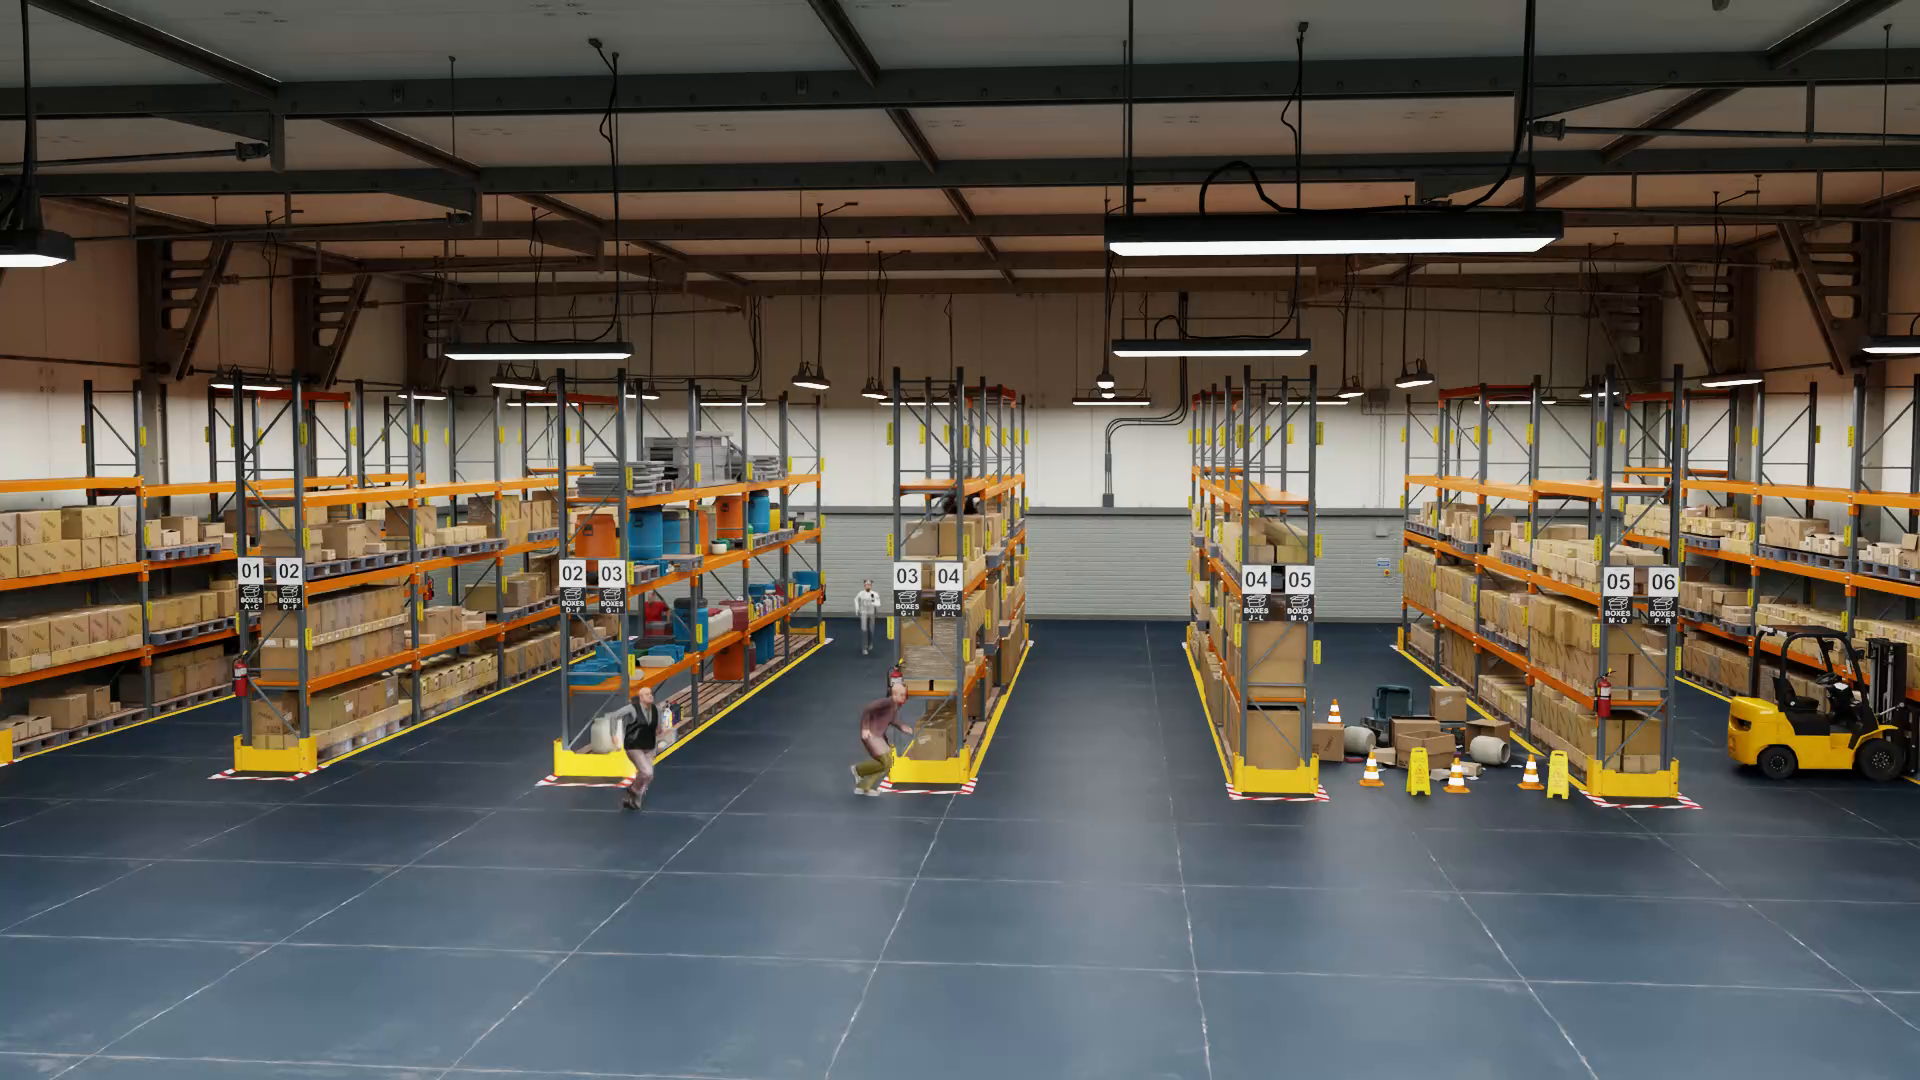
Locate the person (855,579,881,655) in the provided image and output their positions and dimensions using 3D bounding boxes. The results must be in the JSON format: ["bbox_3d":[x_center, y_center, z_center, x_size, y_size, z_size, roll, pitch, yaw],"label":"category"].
[{"bbox_3d":[-2.135,1.764,38.463,0.586,1.748,0.777,0,4,-6],"label":"person"}]

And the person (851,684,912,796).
[{"bbox_3d":[-1.083,2.783,23.026,0.826,1.597,0.735,1,4,18],"label":"person"}]

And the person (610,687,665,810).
[{"bbox_3d":[-4.220,2.777,22.040,0.753,1.671,0.691,3,5,43],"label":"person"}]

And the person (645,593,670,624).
[{"bbox_3d":[-6.647,1.953,36.073,0.654,1.657,0.732,0,4,5],"label":"person"}]
